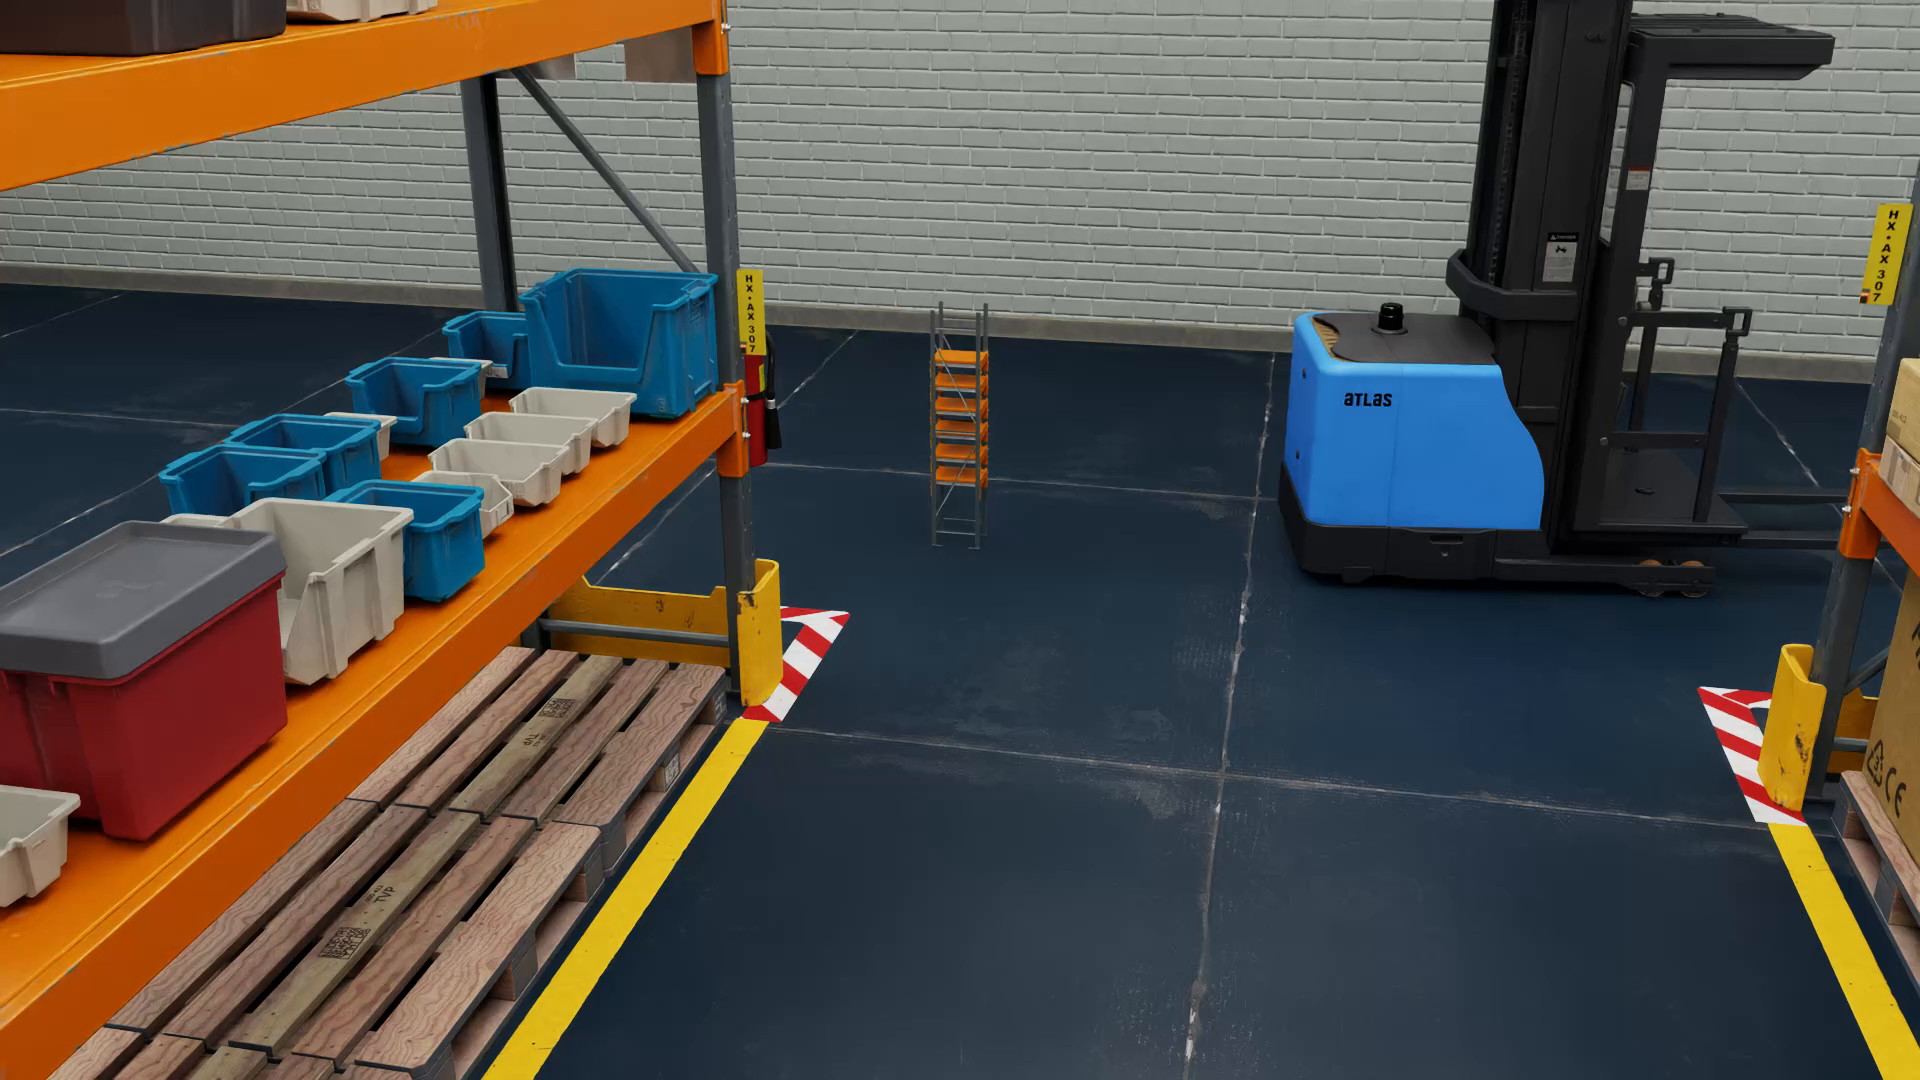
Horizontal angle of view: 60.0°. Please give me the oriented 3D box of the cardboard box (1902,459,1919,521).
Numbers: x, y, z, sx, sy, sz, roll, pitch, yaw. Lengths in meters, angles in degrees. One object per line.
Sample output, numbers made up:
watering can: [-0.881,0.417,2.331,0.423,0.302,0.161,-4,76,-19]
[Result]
cardboard box: [3.078,-0.121,4.976,0.380,0.149,0.250,4,22,10]

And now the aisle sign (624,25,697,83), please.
aisle sign: [-1.023,-2.024,5.884,0.394,0.787,0.004,4,22,11]

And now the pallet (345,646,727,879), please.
pallet: [-1.531,0.778,6.139,1.003,0.211,1.213,4,22,11]

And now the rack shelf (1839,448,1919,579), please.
rack shelf: [3.116,0.629,3.740,1.077,0.370,4.000,4,22,11]

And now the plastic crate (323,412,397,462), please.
plastic crate: [-1.982,-0.295,5.344,0.250,0.136,0.298,4,22,11]

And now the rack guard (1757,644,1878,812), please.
rack guard: [3.529,0.714,5.911,1.175,0.500,0.348,4,22,11]

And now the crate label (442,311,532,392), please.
crate label: [-1.697,-0.699,6.218,0.416,0.233,0.303,4,22,11]

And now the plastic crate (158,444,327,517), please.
plastic crate: [-2.027,-0.108,4.750,0.416,0.233,0.300,4,22,11]

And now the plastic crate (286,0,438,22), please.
plastic crate: [-1.503,-1.309,3.925,0.437,0.136,0.530,4,22,11]

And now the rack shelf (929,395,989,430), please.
rack shelf: [-0.003,-0.621,8.088,0.258,0.103,0.180,4,22,11]

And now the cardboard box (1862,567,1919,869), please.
cardboard box: [3.472,0.594,5.144,0.875,0.875,0.875,4,22,11]

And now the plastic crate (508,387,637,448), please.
plastic crate: [-1.314,-0.408,5.623,0.396,0.136,0.243,4,22,11]

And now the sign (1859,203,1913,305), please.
sign: [2.982,-0.919,5.356,0.100,0.325,0.005,4,22,11]

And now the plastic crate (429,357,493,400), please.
plastic crate: [-1.844,-0.543,5.960,0.250,0.136,0.298,4,22,11]

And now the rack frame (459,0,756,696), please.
rack frame: [-1.324,-0.814,6.360,1.000,3.000,0.127,4,22,11]

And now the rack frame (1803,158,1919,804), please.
rack frame: [3.524,-0.437,5.422,1.000,3.000,0.127,4,22,11]

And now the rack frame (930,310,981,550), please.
rack frame: [-0.022,-0.518,8.033,0.240,1.200,0.006,4,22,11]

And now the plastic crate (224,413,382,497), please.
plastic crate: [-1.966,-0.218,5.022,0.416,0.233,0.300,4,22,11]

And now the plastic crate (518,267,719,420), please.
plastic crate: [-1.210,-0.722,6.002,0.616,0.435,0.499,4,22,11]

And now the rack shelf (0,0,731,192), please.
rack shelf: [-1.733,-1.140,4.118,1.077,0.370,4.000,4,22,11]

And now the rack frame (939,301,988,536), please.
rack frame: [0.016,-0.585,8.199,0.240,1.200,0.006,4,22,11]

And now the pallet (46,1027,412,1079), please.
pallet: [-2.029,1.670,3.923,1.003,0.211,1.213,4,22,11]

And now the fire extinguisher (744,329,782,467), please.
fire extinguisher: [-0.849,-0.626,6.495,0.296,0.674,0.183,4,22,11]

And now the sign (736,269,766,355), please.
sign: [-0.783,-0.854,6.240,0.100,0.325,0.005,4,22,11]

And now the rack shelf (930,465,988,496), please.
rack shelf: [-0.003,-0.287,8.223,0.258,0.103,0.180,4,22,11]

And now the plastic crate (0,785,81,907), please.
plastic crate: [-1.906,0.584,3.161,0.396,0.136,0.243,4,22,11]

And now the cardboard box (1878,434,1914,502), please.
cardboard box: [3.129,-0.215,5.209,0.380,0.149,0.250,5,22,12]

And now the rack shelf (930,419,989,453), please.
rack shelf: [-0.003,-0.510,8.133,0.258,0.103,0.180,4,22,11]

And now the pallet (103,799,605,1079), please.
pallet: [-1.782,1.223,5.035,1.003,0.211,1.213,4,22,11]

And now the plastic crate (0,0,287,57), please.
plastic crate: [-1.619,-1.115,3.268,0.497,0.269,0.590,4,22,11]

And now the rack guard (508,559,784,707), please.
rack guard: [-1.332,0.336,6.851,1.175,0.500,0.348,4,22,11]

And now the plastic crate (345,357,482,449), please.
plastic crate: [-1.831,-0.458,5.620,0.416,0.233,0.300,4,22,11]

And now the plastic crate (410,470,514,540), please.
plastic crate: [-1.462,-0.089,4.833,0.298,0.136,0.250,4,22,11]

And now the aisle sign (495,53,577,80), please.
aisle sign: [-1.601,-2.069,5.996,0.394,0.787,0.004,4,22,11]

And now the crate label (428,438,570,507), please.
crate label: [-1.420,-0.199,5.105,0.396,0.136,0.243,4,22,11]

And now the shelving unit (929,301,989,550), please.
shelving unit: [-0.003,-0.551,8.116,0.258,1.200,0.189,4,22,11]

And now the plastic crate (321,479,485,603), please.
plastic crate: [-1.492,0.006,4.466,0.416,0.233,0.300,4,22,11]

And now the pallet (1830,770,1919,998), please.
pallet: [3.438,1.155,5.202,1.003,0.211,1.213,4,22,11]

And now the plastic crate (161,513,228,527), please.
plastic crate: [-2.080,0.084,4.404,0.293,0.136,0.466,4,22,11]

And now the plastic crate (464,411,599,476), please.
plastic crate: [-1.387,-0.303,5.363,0.396,0.136,0.243,4,22,11]

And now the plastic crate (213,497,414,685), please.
plastic crate: [-1.649,0.132,4.090,0.437,0.282,0.530,4,22,11]

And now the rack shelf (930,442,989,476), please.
rack shelf: [-0.003,-0.399,8.178,0.258,0.103,0.180,4,22,11]

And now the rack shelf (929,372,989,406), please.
rack shelf: [-0.003,-0.733,8.043,0.258,0.103,0.180,4,22,11]

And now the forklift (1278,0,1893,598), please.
forklift: [3.143,-1.299,7.655,3.031,2.935,1.130,1,22,3]

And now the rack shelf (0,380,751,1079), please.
rack shelf: [-1.733,0.251,4.678,1.077,0.370,4.000,4,22,11]

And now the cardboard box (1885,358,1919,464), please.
cardboard box: [3.162,-0.350,5.010,0.500,0.250,0.500,4,22,9]

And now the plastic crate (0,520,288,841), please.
plastic crate: [-1.713,0.284,3.468,0.402,0.464,0.583,4,22,11]

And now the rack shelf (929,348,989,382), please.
rack shelf: [-0.003,-0.844,7.998,0.258,0.103,0.180,4,22,11]
